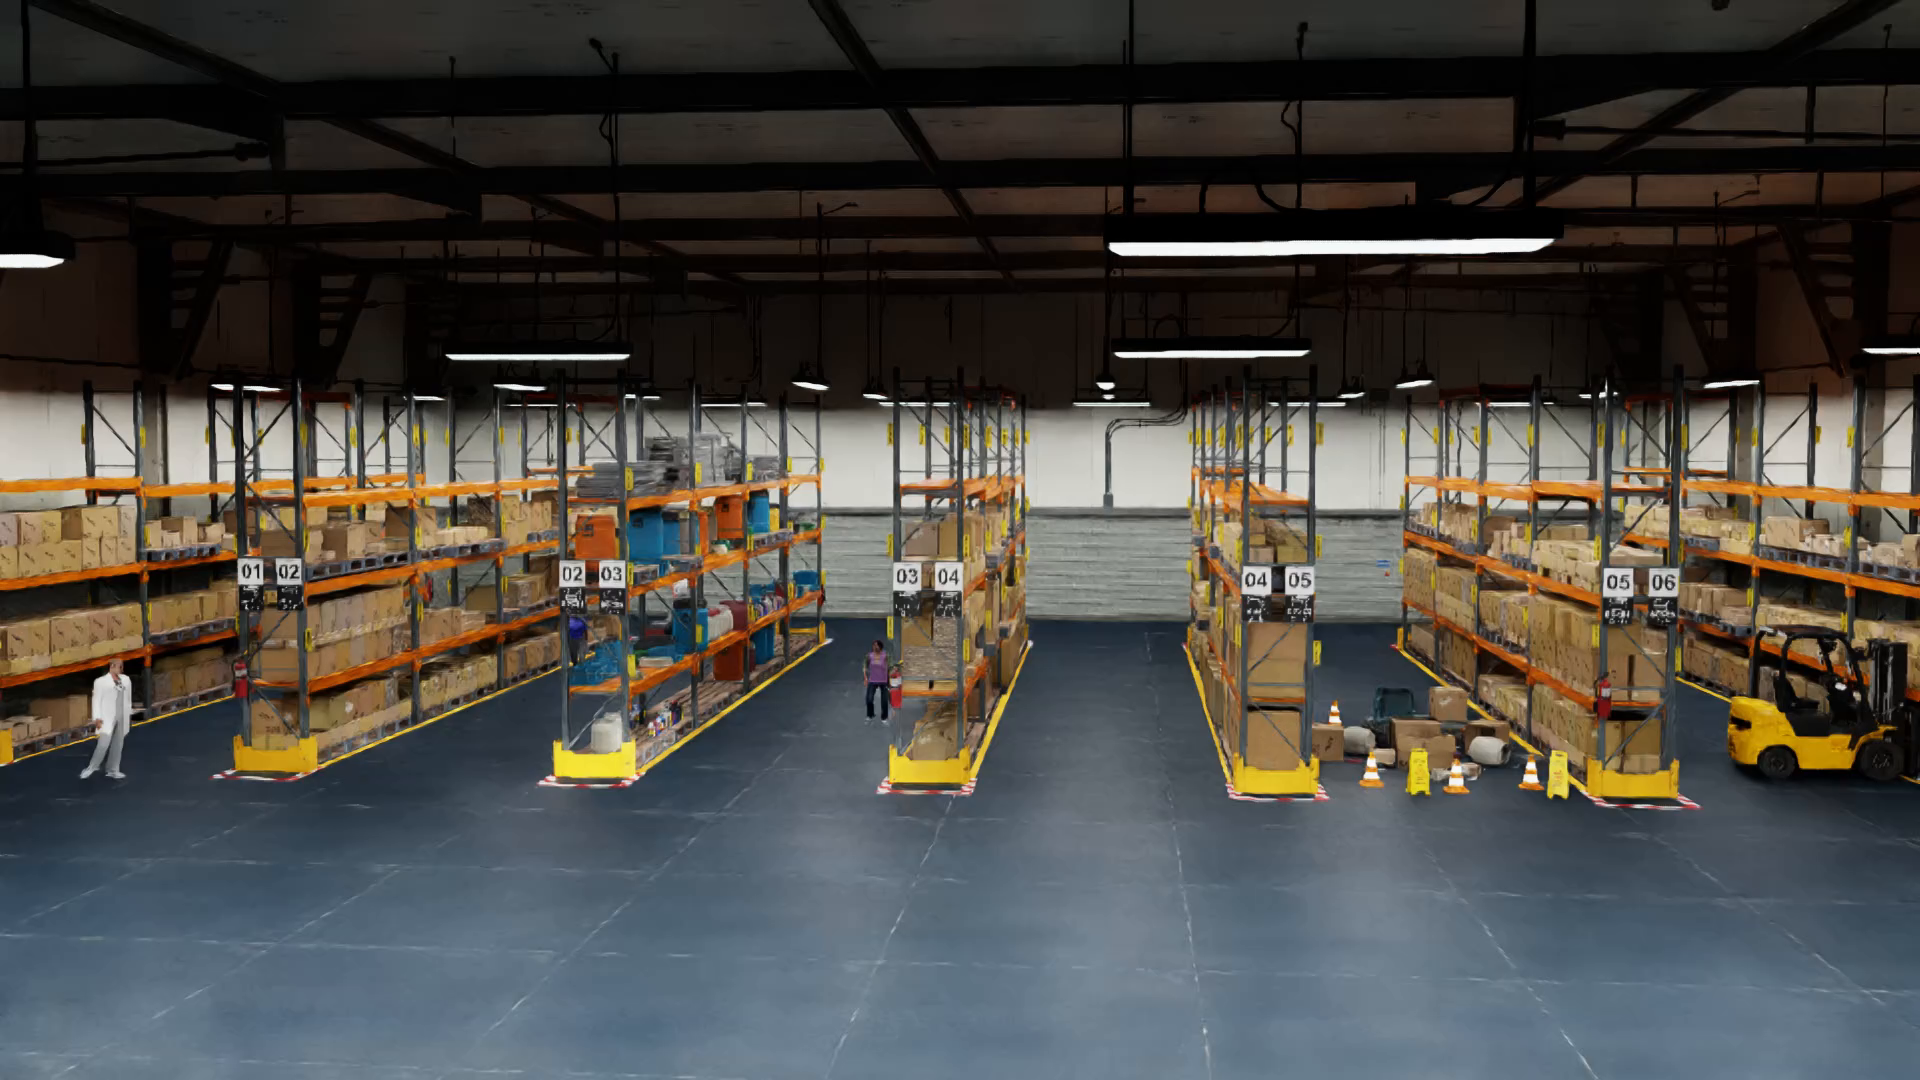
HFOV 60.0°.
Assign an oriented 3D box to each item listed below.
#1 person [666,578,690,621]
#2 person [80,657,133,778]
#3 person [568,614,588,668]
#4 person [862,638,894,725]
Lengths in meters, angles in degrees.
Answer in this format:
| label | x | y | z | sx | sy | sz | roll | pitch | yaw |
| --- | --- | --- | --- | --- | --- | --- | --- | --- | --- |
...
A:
| label | x | y | z | sx | sy | sz | roll | pitch | yaw |
| --- | --- | --- | --- | --- | --- | --- | --- | --- | --- |
| person | -7.519 | 1.397 | 44.010 | 0.495 | 1.754 | 0.727 | 3 | 5 | 43 |
| person | -12.411 | 2.582 | 24.229 | 0.532 | 1.737 | 0.759 | 2 | 4 | 34 |
| person | -7.814 | 2.089 | 33.865 | 0.443 | 1.587 | 0.996 | 0 | 4 | -3 |
| person | -1.420 | 2.450 | 28.790 | 0.566 | 1.541 | 0.519 | 0 | 4 | 4 |
